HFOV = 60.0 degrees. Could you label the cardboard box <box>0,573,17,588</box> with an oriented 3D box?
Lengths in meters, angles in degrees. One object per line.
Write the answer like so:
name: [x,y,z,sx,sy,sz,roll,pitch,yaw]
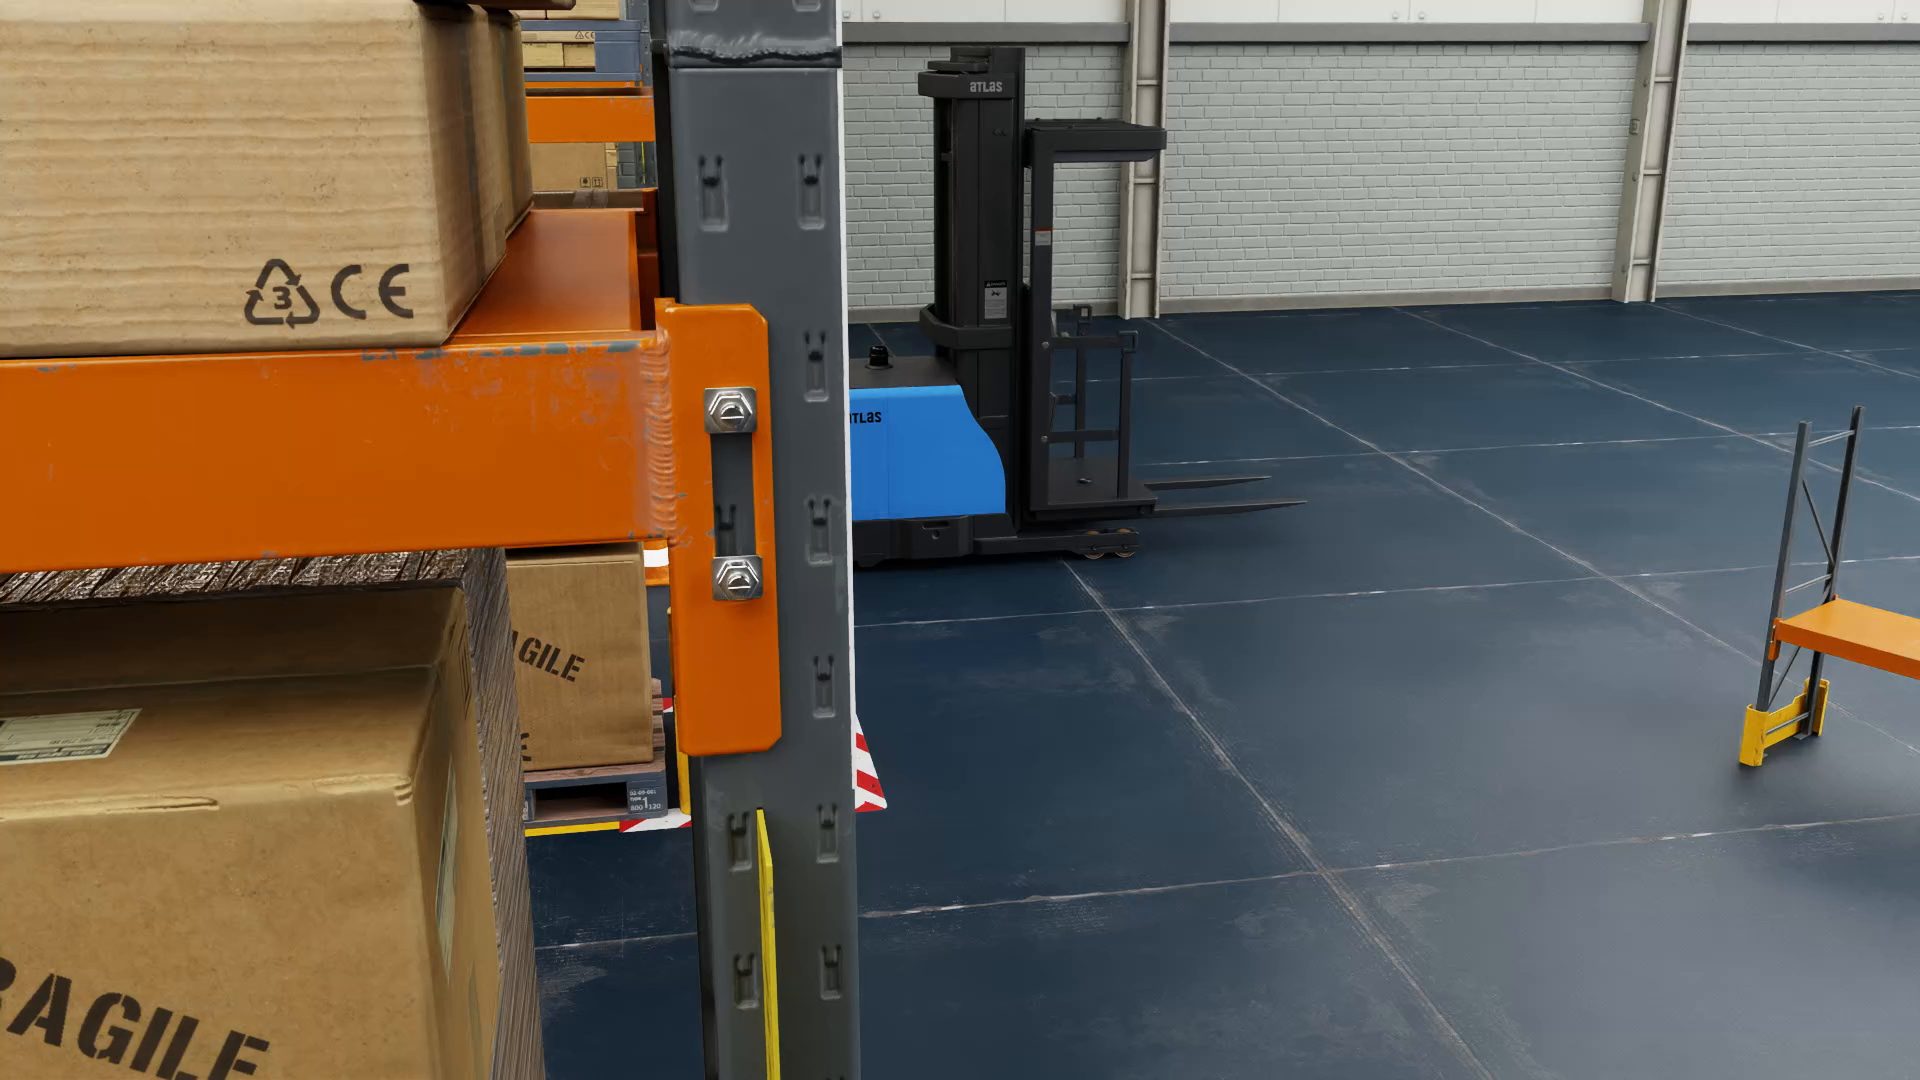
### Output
cardboard box: [-1.329,0.249,2.011,0.500,0.500,0.500,-3,17,-10]

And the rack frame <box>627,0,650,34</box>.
rack frame: [-2.125,-4.785,10.565,0.127,3.000,1.000,-3,17,-10]

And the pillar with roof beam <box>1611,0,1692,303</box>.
pillar with roof beam: [8.674,-5.864,14.078,0.400,9.000,9.100,-3,17,-10]

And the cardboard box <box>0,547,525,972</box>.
cardboard box: [-0.837,0.224,2.095,0.500,0.500,0.500,-3,17,-10]

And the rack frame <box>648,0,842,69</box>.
rack frame: [-0.245,-1.928,1.263,0.127,3.000,1.000,-3,17,-10]

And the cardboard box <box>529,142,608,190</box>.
cardboard box: [-2.585,-2.494,10.943,0.500,0.500,0.700,-4,17,-12]

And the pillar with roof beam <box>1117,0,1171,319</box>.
pillar with roof beam: [2.783,-5.530,12.990,0.400,9.000,9.100,-3,17,-10]

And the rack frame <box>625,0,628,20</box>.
rack frame: [-3.071,-6.216,15.223,0.127,3.000,1.000,-3,17,-10]

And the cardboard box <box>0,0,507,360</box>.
cardboard box: [-0.670,-0.323,1.400,0.500,0.250,0.500,-3,17,-9]

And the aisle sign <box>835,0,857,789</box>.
aisle sign: [-0.128,-0.220,1.492,0.004,0.787,0.394,-3,17,-10]

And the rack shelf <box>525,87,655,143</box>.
rack shelf: [-3.051,-1.475,6.120,4.000,0.370,1.077,-3,17,-10]

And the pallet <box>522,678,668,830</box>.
pallet: [-1.857,0.904,7.009,1.213,0.211,1.003,-3,17,-10]

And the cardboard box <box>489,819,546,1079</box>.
cardboard box: [-0.791,0.772,2.012,0.500,0.500,0.875,-3,17,-10]

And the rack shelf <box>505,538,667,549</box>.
rack shelf: [-3.051,-0.041,6.561,4.000,0.370,1.077,-3,17,-10]

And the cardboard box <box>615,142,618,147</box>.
cardboard box: [-3.441,-3.891,16.090,0.250,0.149,0.380,-4,17,-12]

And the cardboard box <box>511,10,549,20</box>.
cardboard box: [-1.597,-1.928,5.915,0.250,0.149,0.380,-3,17,-10]

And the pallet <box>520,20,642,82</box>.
pallet: [-1.813,-1.843,6.246,1.213,0.211,1.003,-3,17,-10]

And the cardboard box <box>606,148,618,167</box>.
cardboard box: [-3.358,-3.606,15.668,0.250,0.149,0.380,-3,17,-10]

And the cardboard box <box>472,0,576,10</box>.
cardboard box: [-0.560,-0.665,1.834,0.250,0.149,0.380,-3,17,-11]

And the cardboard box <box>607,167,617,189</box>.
cardboard box: [-3.504,-3.293,15.753,0.500,0.500,0.500,-4,17,-12]

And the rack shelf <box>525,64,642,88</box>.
rack shelf: [-4.089,-2.896,10.748,4.000,0.370,1.077,-3,17,-10]

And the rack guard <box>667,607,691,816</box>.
rack guard: [-1.063,0.698,7.189,0.348,0.500,1.175,-3,17,-10]

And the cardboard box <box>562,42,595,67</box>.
cardboard box: [-2.423,-3.131,10.715,0.250,0.149,0.380,-3,17,-10]

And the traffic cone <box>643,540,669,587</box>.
traffic cone: [-1.758,-0.008,9.549,0.334,0.463,0.336,-3,17,-10]

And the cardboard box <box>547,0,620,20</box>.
cardboard box: [-1.349,-1.942,5.960,0.250,0.149,0.380,-3,17,-11]

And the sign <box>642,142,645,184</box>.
sign: [-2.040,-2.461,10.704,0.005,0.325,0.100,-3,17,-10]

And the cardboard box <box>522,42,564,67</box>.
cardboard box: [-2.661,-3.107,10.639,0.250,0.149,0.380,-3,17,-10]

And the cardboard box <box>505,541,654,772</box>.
cardboard box: [-1.740,0.376,6.883,0.875,0.875,0.875,-3,17,-10]

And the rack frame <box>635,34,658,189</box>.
rack frame: [-2.125,-1.917,11.445,0.127,3.000,1.000,-3,17,-10]

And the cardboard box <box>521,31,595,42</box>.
cardboard box: [-2.577,-3.316,10.638,0.500,0.250,0.500,-3,17,-11]

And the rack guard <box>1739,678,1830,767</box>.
rack guard: [3.621,0.795,7.299,0.587,0.250,0.087,-13,21,-36]

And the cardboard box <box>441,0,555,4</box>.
cardboard box: [-0.459,-0.508,1.324,0.250,0.149,0.380,-3,17,-10]

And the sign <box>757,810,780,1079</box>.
sign: [-0.160,0.396,1.403,0.005,0.325,0.100,-3,17,-10]

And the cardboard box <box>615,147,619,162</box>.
cardboard box: [-3.453,-3.762,16.176,0.250,0.149,0.380,-4,17,-12]

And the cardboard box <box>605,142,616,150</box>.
cardboard box: [-3.382,-3.767,15.687,0.250,0.149,0.380,-3,17,-10]

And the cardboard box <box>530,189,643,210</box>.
cardboard box: [-1.459,-1.074,6.606,0.550,0.550,0.875,-3,17,-10]

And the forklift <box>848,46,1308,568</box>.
forklift: [0.612,-1.436,9.996,3.031,2.935,1.130,-3,17,-11]

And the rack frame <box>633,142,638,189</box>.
rack frame: [-3.071,-3.348,16.104,0.127,3.000,1.000,-3,17,-10]

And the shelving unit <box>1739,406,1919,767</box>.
shelving unit: [3.924,0.313,6.738,0.587,1.500,1.083,-13,21,-36]

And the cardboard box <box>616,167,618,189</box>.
cardboard box: [-3.610,-3.448,16.260,0.500,0.500,0.500,-3,17,-9]

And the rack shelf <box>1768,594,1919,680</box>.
rack shelf: [3.929,0.487,6.784,0.538,0.185,1.000,-13,21,-36]

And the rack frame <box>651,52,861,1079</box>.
rack frame: [-0.245,0.939,2.144,0.127,3.000,1.000,-3,17,-10]

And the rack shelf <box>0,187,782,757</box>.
rack shelf: [-2.209,-0.039,1.447,4.000,0.370,1.077,-3,17,-10]

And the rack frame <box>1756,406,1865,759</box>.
rack frame: [3.620,0.197,7.117,0.500,1.500,0.032,-13,21,-36]

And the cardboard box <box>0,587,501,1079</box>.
cardboard box: [-0.738,0.373,1.607,0.500,0.500,0.500,-3,17,-10]

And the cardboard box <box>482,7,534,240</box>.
cardboard box: [-0.767,-0.470,1.881,0.500,0.250,0.500,-3,17,-9]
